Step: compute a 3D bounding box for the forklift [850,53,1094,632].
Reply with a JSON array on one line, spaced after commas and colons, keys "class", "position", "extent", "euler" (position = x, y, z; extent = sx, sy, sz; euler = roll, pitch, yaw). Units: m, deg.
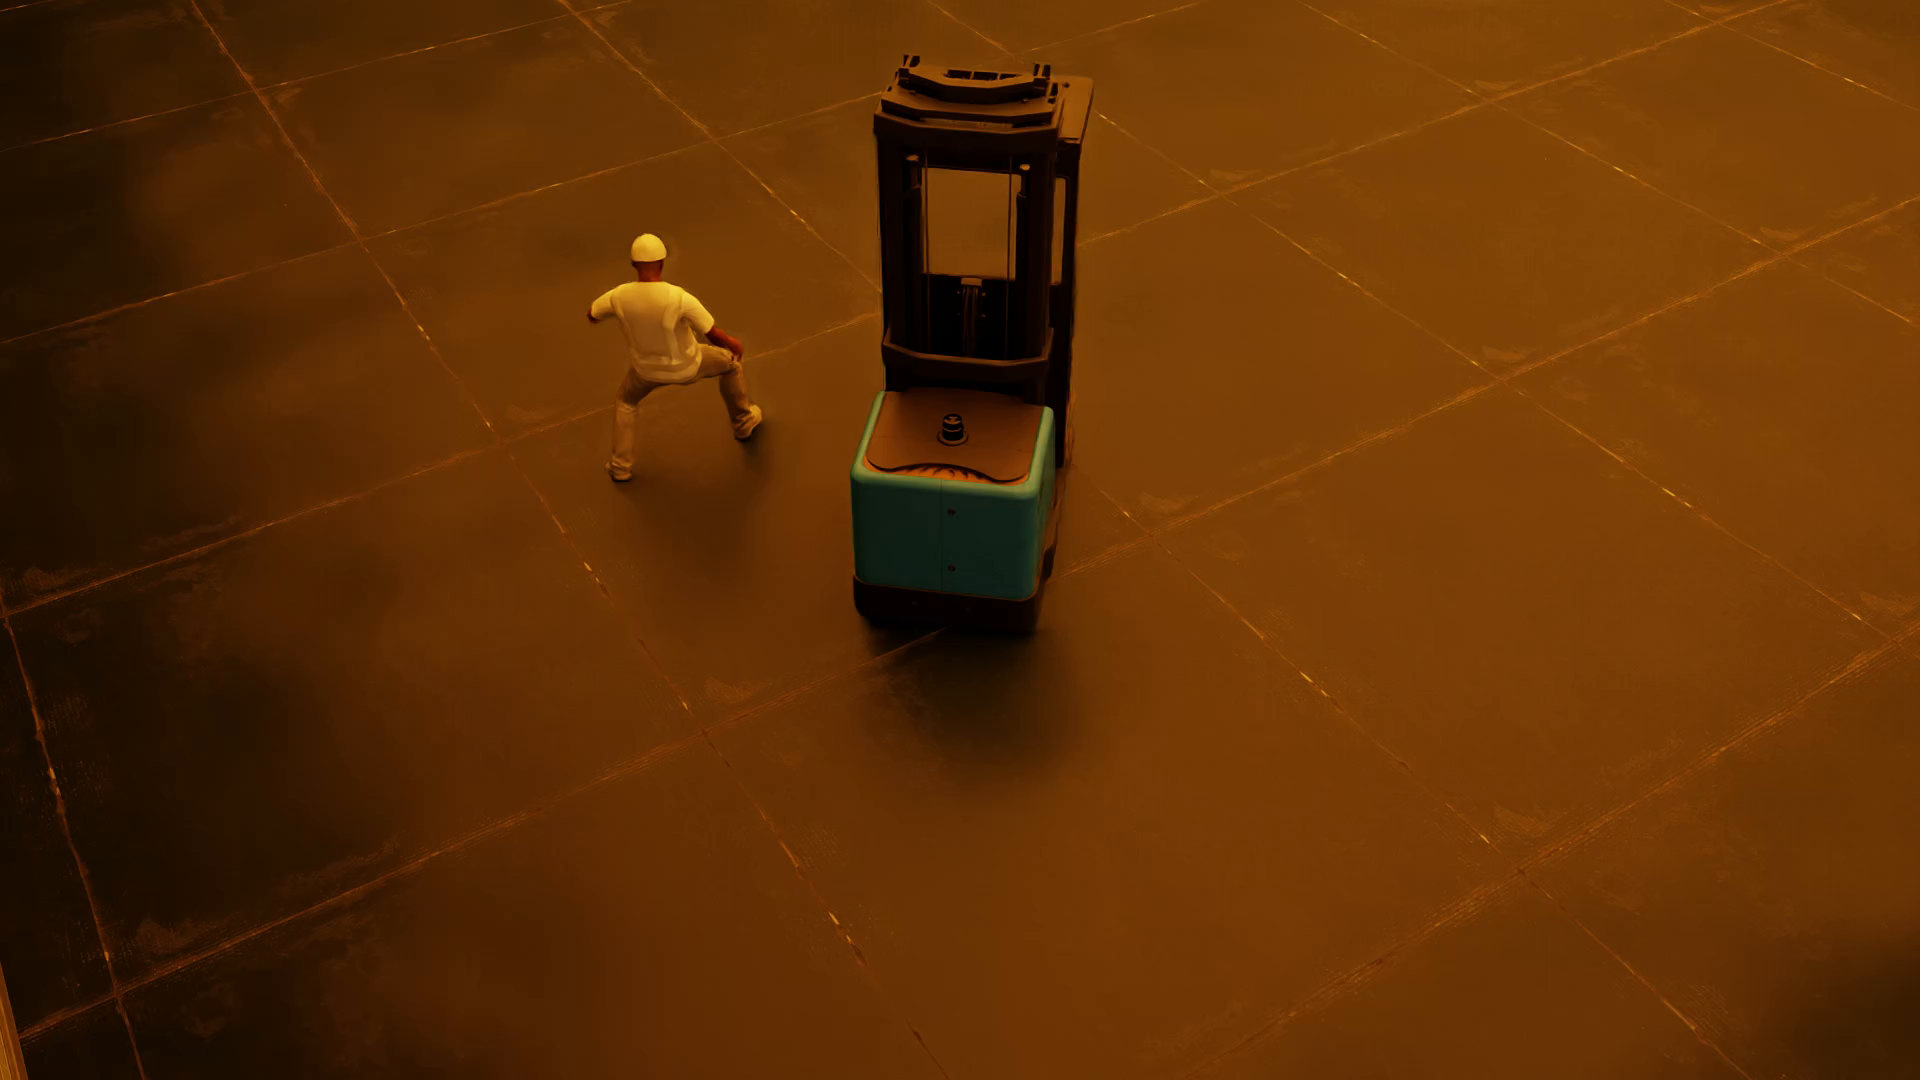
[{"class": "forklift", "position": [0.141, -1.559, 9.655], "extent": [1.130, 2.935, 3.031], "euler": [6, 42, 7]}]

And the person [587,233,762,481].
[{"class": "person", "position": [-1.858, -1.181, 10.276], "extent": [1.021, 1.643, 0.825], "euler": [7, 42, 8]}]
